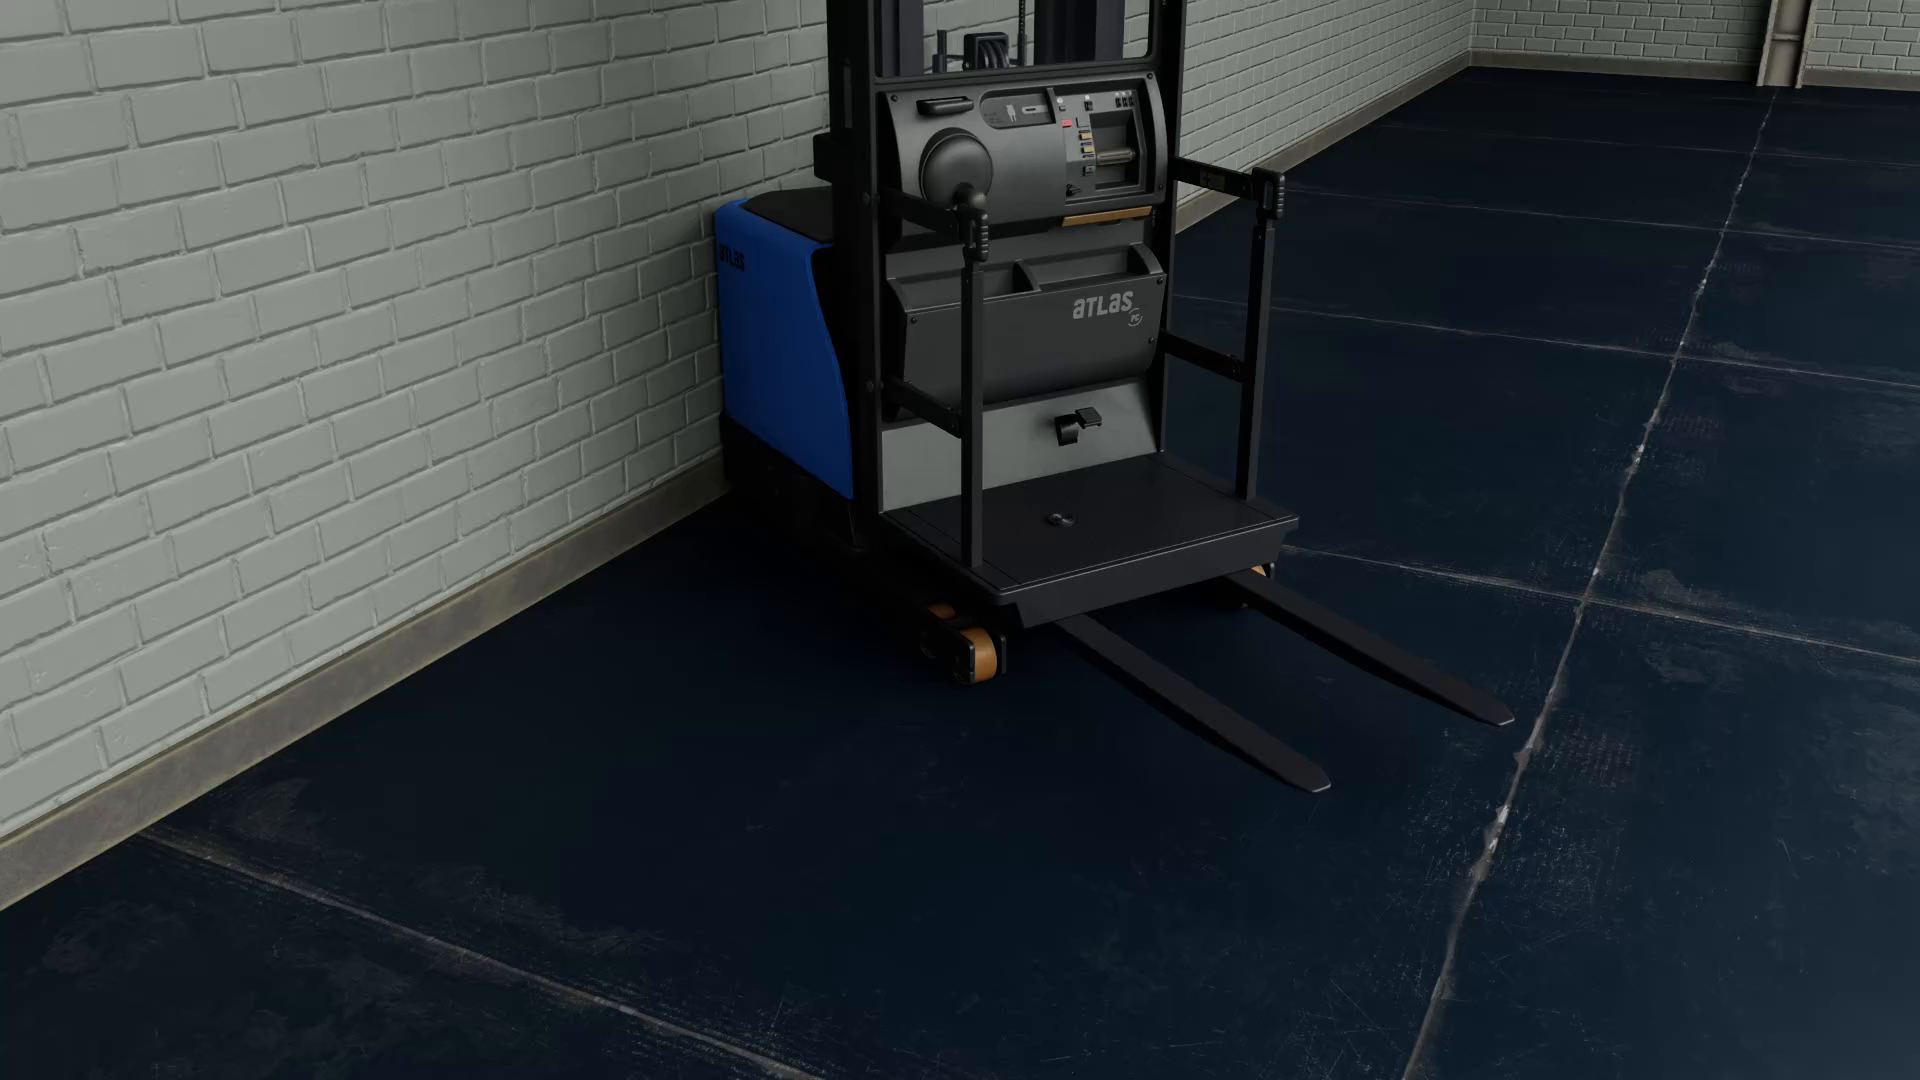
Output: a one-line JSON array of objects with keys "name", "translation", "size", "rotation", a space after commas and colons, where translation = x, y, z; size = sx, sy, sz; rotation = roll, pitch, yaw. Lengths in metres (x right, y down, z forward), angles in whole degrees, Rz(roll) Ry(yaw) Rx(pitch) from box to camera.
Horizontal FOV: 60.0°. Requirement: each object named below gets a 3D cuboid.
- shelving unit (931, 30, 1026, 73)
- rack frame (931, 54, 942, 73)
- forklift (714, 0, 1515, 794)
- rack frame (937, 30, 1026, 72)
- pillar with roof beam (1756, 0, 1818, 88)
[{"name": "shelving unit", "translation": [-0.081, -1.257, 6.790], "size": [0.431, 1.500, 0.755], "rotation": [11, 26, 25]}, {"name": "rack frame", "translation": [-0.249, -1.130, 6.490], "size": [0.400, 1.500, 0.023], "rotation": [11, 26, 25]}, {"name": "forklift", "translation": [0.320, -1.139, 4.684], "size": [1.130, 2.935, 3.031], "rotation": [-13, 26, -28]}, {"name": "rack frame", "translation": [0.086, -1.385, 7.089], "size": [0.400, 1.500, 0.023], "rotation": [11, 26, 25]}, {"name": "pillar with roof beam", "translation": [5.999, -7.050, 10.830], "size": [0.400, 9.000, 9.100], "rotation": [11, 25, 25]}]
